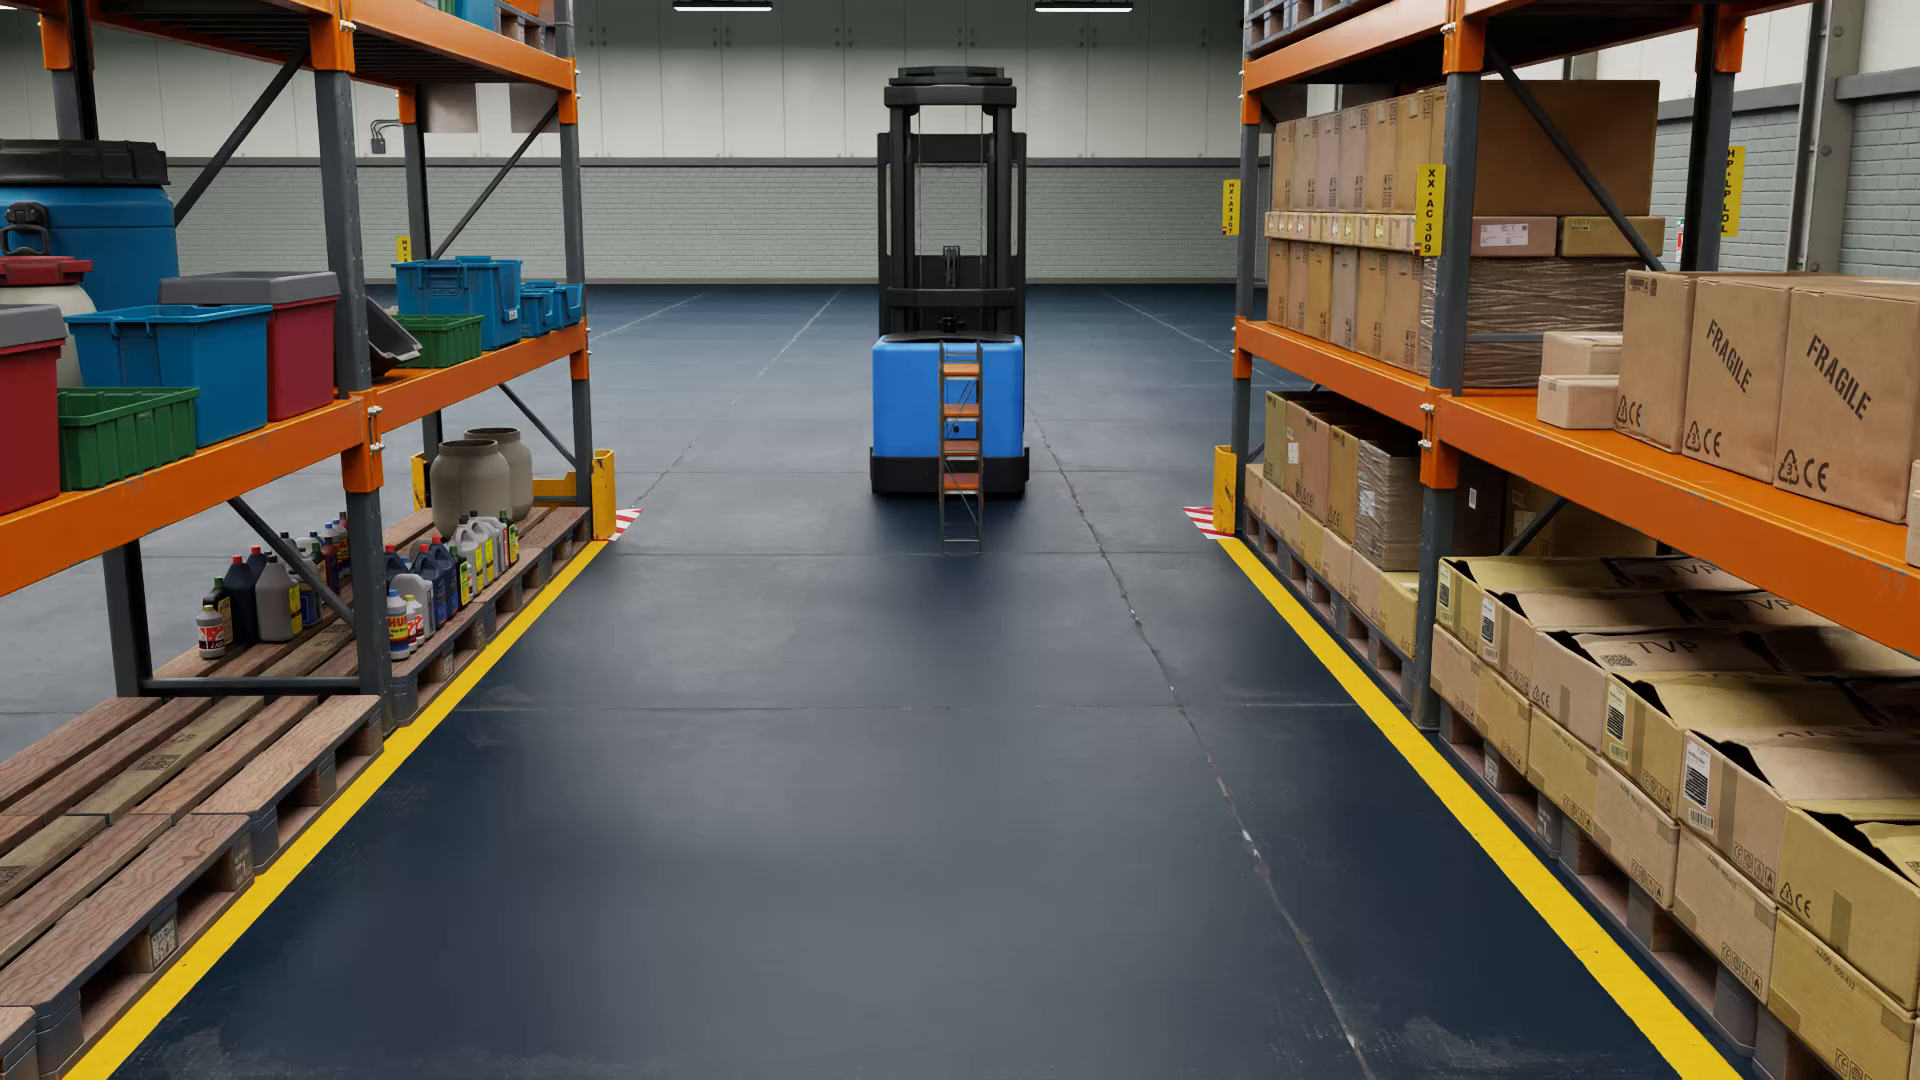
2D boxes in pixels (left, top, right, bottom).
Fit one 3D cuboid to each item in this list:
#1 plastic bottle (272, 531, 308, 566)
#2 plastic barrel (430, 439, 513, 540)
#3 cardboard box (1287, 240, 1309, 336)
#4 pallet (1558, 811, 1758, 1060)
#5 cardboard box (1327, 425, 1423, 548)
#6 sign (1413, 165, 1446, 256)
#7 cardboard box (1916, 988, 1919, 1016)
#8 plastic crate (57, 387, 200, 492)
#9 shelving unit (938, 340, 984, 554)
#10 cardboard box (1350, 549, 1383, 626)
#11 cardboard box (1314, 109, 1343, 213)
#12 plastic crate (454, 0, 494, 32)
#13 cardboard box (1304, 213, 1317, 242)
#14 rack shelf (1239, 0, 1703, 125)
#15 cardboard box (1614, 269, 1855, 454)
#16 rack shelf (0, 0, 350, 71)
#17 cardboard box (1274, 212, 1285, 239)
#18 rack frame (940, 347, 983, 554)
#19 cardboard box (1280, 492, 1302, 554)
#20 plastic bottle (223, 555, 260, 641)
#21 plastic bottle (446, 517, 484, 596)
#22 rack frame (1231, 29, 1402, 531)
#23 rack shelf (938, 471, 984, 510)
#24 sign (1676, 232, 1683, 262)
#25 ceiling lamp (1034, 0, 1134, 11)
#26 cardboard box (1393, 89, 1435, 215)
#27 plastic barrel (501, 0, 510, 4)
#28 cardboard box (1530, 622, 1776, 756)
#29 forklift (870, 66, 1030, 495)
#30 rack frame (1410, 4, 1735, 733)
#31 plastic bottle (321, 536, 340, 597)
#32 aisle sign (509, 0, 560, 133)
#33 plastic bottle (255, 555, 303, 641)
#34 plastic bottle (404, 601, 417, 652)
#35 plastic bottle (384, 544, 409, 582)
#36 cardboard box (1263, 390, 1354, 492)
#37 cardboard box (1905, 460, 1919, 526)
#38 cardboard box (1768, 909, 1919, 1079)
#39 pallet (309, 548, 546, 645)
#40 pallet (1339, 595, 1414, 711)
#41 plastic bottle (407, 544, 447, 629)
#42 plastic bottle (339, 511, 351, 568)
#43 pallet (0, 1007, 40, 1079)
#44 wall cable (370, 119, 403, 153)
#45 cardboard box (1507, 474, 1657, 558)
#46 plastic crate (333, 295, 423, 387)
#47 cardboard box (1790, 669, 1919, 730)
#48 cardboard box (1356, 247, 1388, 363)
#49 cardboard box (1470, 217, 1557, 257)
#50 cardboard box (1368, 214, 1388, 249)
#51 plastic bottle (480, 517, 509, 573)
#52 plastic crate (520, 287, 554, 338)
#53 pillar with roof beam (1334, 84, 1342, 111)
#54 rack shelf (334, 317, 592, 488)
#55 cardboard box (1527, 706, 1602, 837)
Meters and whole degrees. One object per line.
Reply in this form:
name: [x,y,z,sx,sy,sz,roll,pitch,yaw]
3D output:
plastic bottle: [-2.996,0.130,7.428,0.144,0.351,0.185,0,11,-2]
plastic barrel: [-2.666,-0.275,9.069,0.421,0.512,0.421,0,11,0]
cardboard box: [2.199,-1.389,9.112,0.700,0.500,0.500,0,11,0]
pallet: [2.351,1.013,4.533,1.003,0.211,1.213,0,11,-1]
cardboard box: [2.028,-0.258,7.762,0.500,0.500,0.500,0,11,-1]
sign: [1.714,-1.203,6.068,0.100,0.325,0.005,0,11,-1]
cardboard box: [2.094,0.816,2.940,0.500,0.311,0.500,0,11,0]
plastic crate: [-2.365,-0.274,4.399,0.450,0.188,0.662,0,11,-1]
shelving unit: [0.003,-0.555,9.778,0.258,1.200,0.503,0,11,-1]
cardboard box: [2.040,0.208,7.347,0.500,0.250,0.500,0,11,-1]
cardboard box: [2.212,-1.914,8.437,0.700,0.500,0.500,0,11,-1]
plastic crate: [-2.426,-2.602,7.839,0.392,0.384,0.575,0,11,-1]
cardboard box: [2.002,-1.621,8.620,0.380,0.149,0.250,-1,11,-3]
rack shelf: [2.227,-2.258,7.908,1.077,0.370,4.000,0,11,-1]
cardboard box: [2.279,-0.534,4.896,0.500,0.500,0.500,1,11,3]
rack shelf: [-2.642,-1.443,3.892,1.077,0.370,4.000,0,11,-1]
cardboard box: [1.987,-1.773,9.372,0.380,0.149,0.250,-1,11,-3]
rack frame: [0.008,-0.507,9.539,0.240,1.200,0.015,0,11,-1]
cardboard box: [1.999,-0.090,8.816,0.500,0.250,0.500,0,11,-1]
plastic bottle: [-2.985,0.233,6.923,0.144,0.351,0.185,-1,11,-3]
plastic bottle: [-2.298,0.075,7.699,0.144,0.351,0.185,0,11,-2]
rack frame: [2.186,-1.538,10.094,1.000,3.000,0.127,0,11,-1]
rack shelf: [0.003,-0.295,9.830,0.258,0.148,0.480,0,11,-1]
sign: [7.973,-3.235,18.371,0.001,0.329,0.234,0,11,-1]
ceiling lamp: [2.518,-12.399,33.861,2.000,3.185,0.800,0,11,-1]
cardboard box: [2.242,-1.616,6.966,0.700,0.500,0.500,0,11,-1]
plastic barrel: [-2.616,-3.060,8.525,0.600,0.588,0.600,0,11,0]
cardboard box: [2.045,0.410,4.943,0.500,0.311,0.500,-1,11,-3]
forklift: [-1.117,-1.781,9.535,3.137,3.703,8.990,0,11,1]
rack frame: [2.269,-0.743,6.175,1.000,3.000,0.127,0,11,-1]
plastic bottle: [-2.889,0.131,7.596,0.061,0.283,0.133,0,11,-1]
aisle sign: [-2.471,-2.808,9.816,0.394,0.787,0.004,0,11,-1]
plastic bottle: [-2.841,0.232,6.926,0.144,0.351,0.185,0,11,-1]
plastic bottle: [-2.254,0.347,6.733,0.097,0.201,0.097,0,11,0]
plastic bottle: [-2.430,0.198,7.094,0.144,0.351,0.185,0,11,-1]
cardboard box: [1.987,-0.557,9.232,0.500,0.500,0.500,0,11,-1]
cardboard box: [2.269,-0.078,3.529,0.380,0.149,0.250,1,11,3]
cardboard box: [2.082,0.988,3.503,0.500,0.250,0.500,0,11,-2]
pallet: [-2.684,0.267,8.213,1.003,0.211,1.213,0,11,-1]
pallet: [2.294,0.466,7.232,1.003,0.211,1.213,0,11,-1]
plastic bottle: [-2.285,0.197,7.097,0.144,0.351,0.185,0,11,0]
plastic bottle: [-3.054,0.004,8.219,0.061,0.283,0.133,0,11,0]
pallet: [-2.578,1.285,3.196,1.003,0.211,1.213,0,11,-1]
wall cable: [-13.342,-12.491,40.442,2.305,6.003,0.169,0,11,-1]
cardboard box: [2.572,-0.062,6.793,0.500,0.500,0.500,0,11,-1]
plastic crate: [-2.567,-0.797,6.600,0.767,0.338,0.504,0,11,-1]
cardboard box: [2.595,0.506,4.469,0.500,0.311,0.500,0,11,-2]
cardboard box: [2.229,-1.084,7.608,0.700,0.500,0.500,0,11,0]
cardboard box: [2.049,-1.163,6.363,0.380,0.149,0.250,0,11,-1]
cardboard box: [2.030,-1.365,7.360,0.380,0.149,0.250,0,11,-1]
plastic bottle: [-2.312,0.015,8.187,0.152,0.276,0.135,0,11,-1]
plastic crate: [-2.449,-1.218,8.892,0.499,0.251,0.408,0,11,-1]
pillar with roof beam: [3.218,-9.116,32.362,9.100,9.000,0.400,0,11,-1]
rack shelf: [-2.725,-0.768,8.110,1.077,0.370,4.000,0,11,-1]
cardboard box: [2.052,0.685,4.998,0.500,0.250,0.500,-1,11,-3]
